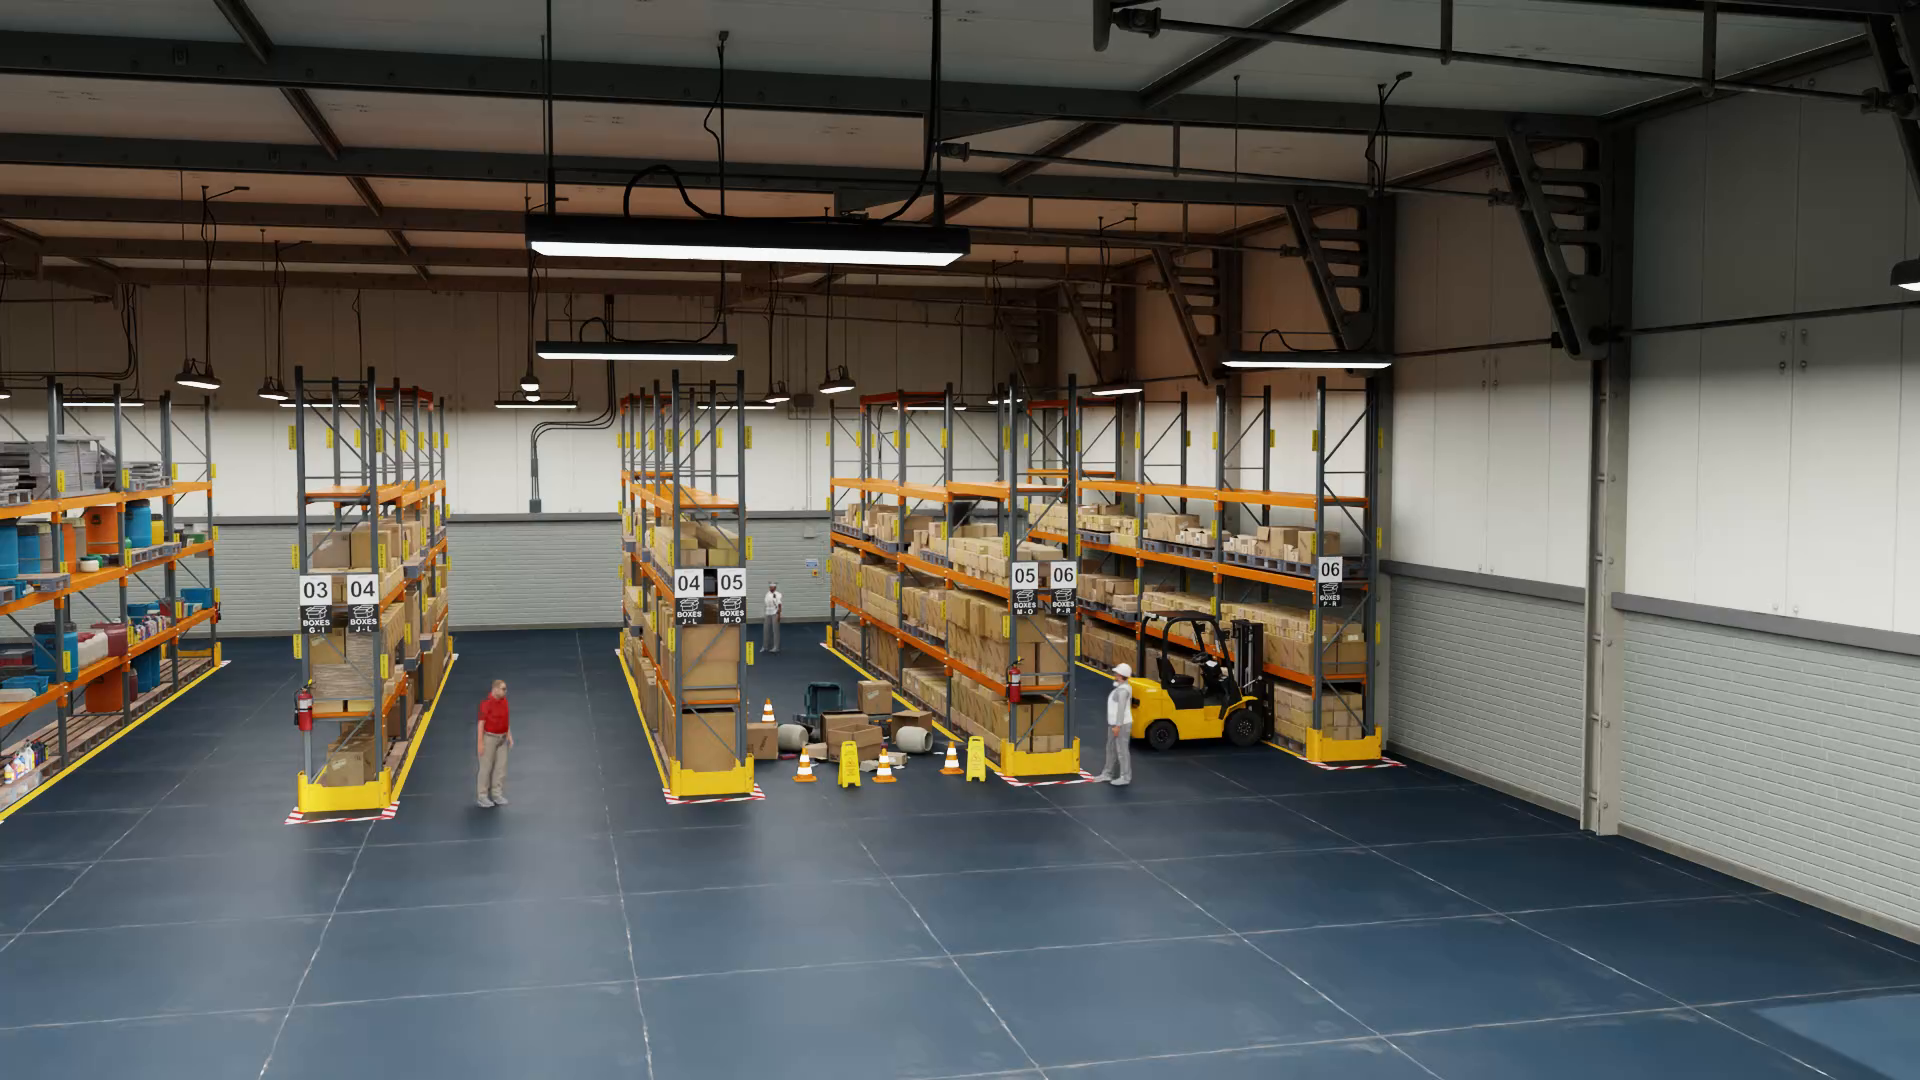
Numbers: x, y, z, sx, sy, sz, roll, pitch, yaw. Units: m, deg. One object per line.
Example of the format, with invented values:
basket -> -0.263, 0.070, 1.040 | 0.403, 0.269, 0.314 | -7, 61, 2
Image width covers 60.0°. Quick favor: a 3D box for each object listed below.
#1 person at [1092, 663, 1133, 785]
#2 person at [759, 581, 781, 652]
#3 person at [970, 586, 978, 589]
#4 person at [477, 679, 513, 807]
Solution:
person -> 2.240, 2.672, 24.214 | 0.542, 1.771, 0.587 | 0, 3, -7
person -> -4.491, 1.828, 39.506 | 0.516, 1.714, 0.426 | 2, 4, 32
person -> 0.278, 1.633, 42.353 | 0.920, 1.675, 0.611 | -1, 4, -15
person -> -6.419, 2.778, 22.866 | 0.412, 1.732, 0.583 | 2, 4, 25
